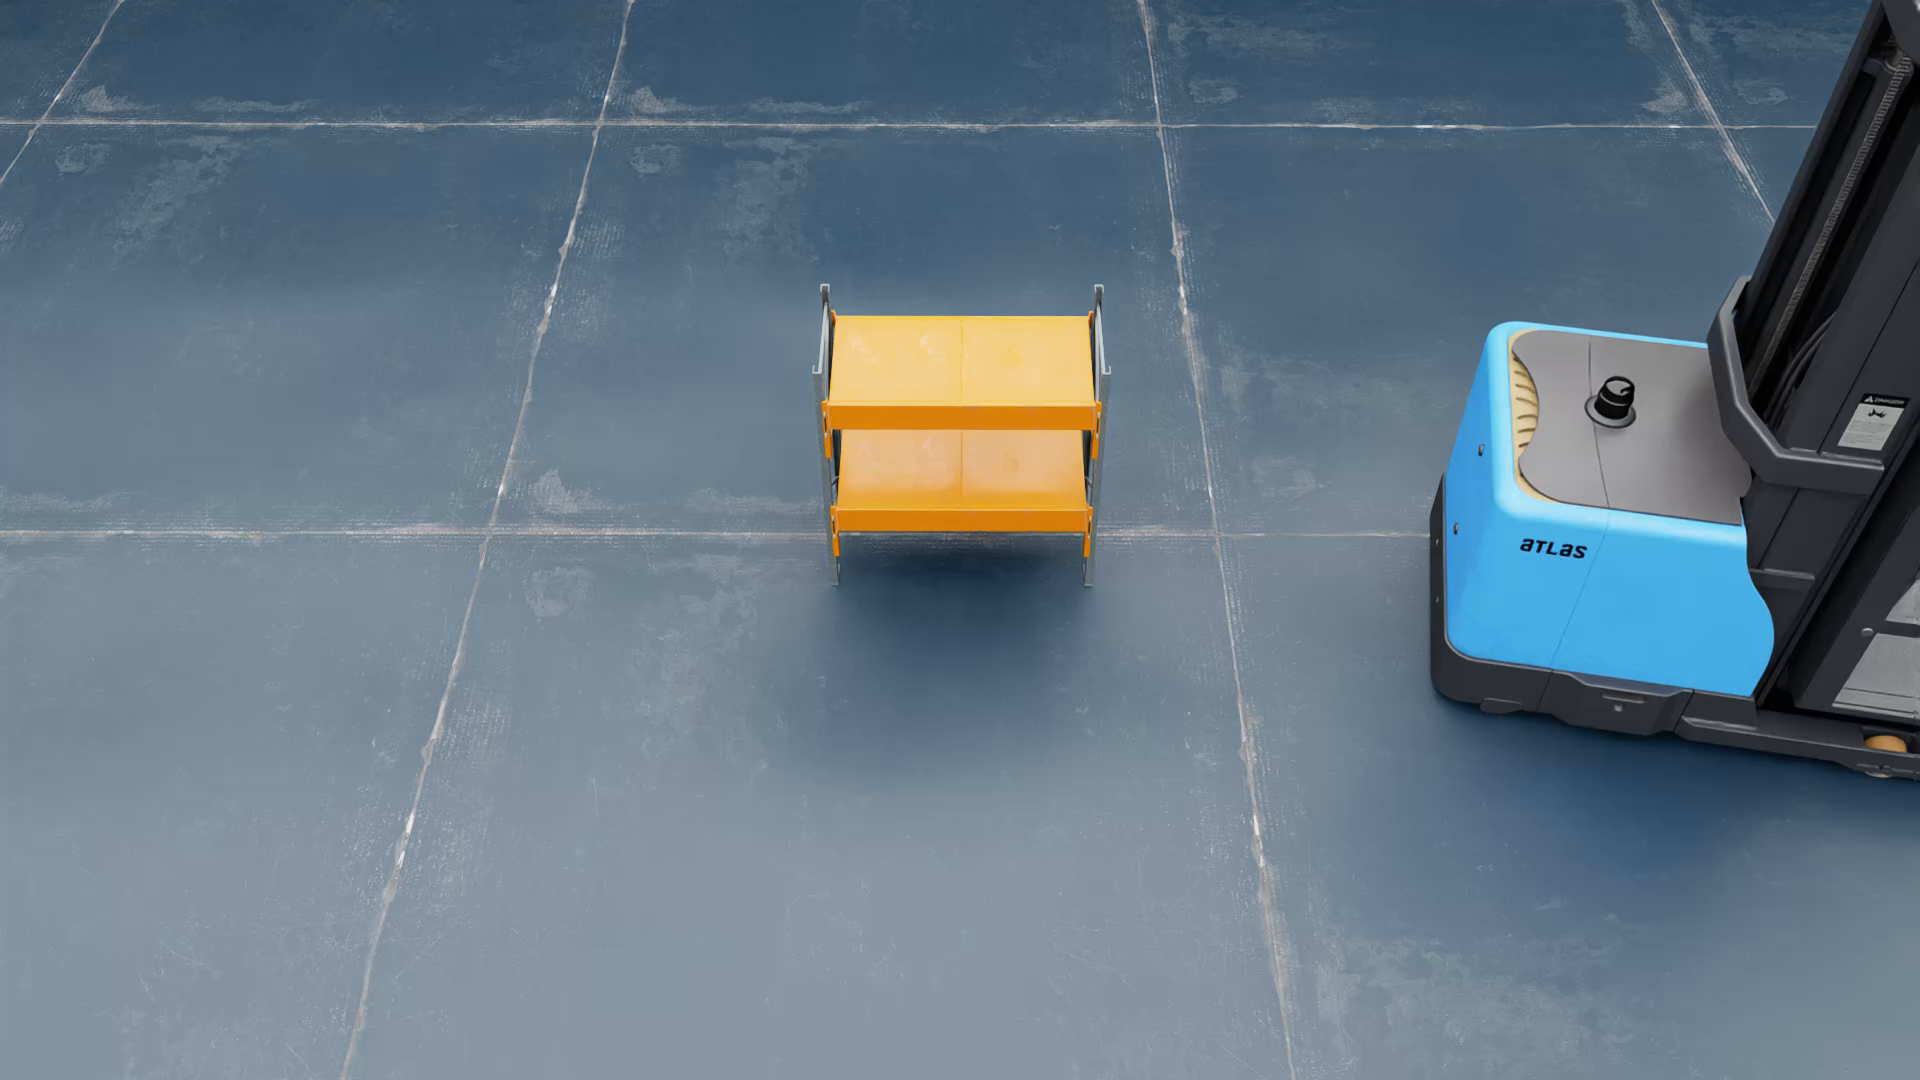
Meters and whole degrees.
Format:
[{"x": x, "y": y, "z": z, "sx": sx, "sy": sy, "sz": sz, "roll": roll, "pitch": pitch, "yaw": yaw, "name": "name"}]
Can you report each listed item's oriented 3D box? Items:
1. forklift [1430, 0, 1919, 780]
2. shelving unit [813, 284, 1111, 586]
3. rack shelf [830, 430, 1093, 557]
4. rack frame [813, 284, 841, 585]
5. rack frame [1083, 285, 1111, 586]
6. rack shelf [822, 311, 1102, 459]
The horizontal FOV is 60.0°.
[{"x": 3.338, "y": -0.537, "z": 5.329, "sx": 3.031, "sy": 2.935, "sz": 1.130, "roll": 8, "pitch": 48, "yaw": 7, "name": "forklift"}, {"x": 0.007, "y": -0.383, "z": 6.419, "sx": 1.048, "sy": 1.125, "sz": 0.538, "roll": 0, "pitch": 47, "yaw": 0, "name": "shelving unit"}, {"x": 0.007, "y": -0.217, "z": 6.598, "sx": 1.000, "sy": 0.278, "sz": 0.538, "roll": 0, "pitch": 47, "yaw": 0, "name": "rack shelf"}, {"x": -0.502, "y": -0.385, "z": 6.420, "sx": 0.032, "sy": 1.125, "sz": 0.500, "roll": 0, "pitch": 47, "yaw": 0, "name": "rack frame"}, {"x": 0.515, "y": -0.382, "z": 6.418, "sx": 0.032, "sy": 1.125, "sz": 0.500, "roll": 0, "pitch": 47, "yaw": 0, "name": "rack frame"}, {"x": 0.007, "y": -0.583, "z": 6.205, "sx": 1.000, "sy": 0.278, "sz": 0.538, "roll": 0, "pitch": 47, "yaw": 0, "name": "rack shelf"}]
